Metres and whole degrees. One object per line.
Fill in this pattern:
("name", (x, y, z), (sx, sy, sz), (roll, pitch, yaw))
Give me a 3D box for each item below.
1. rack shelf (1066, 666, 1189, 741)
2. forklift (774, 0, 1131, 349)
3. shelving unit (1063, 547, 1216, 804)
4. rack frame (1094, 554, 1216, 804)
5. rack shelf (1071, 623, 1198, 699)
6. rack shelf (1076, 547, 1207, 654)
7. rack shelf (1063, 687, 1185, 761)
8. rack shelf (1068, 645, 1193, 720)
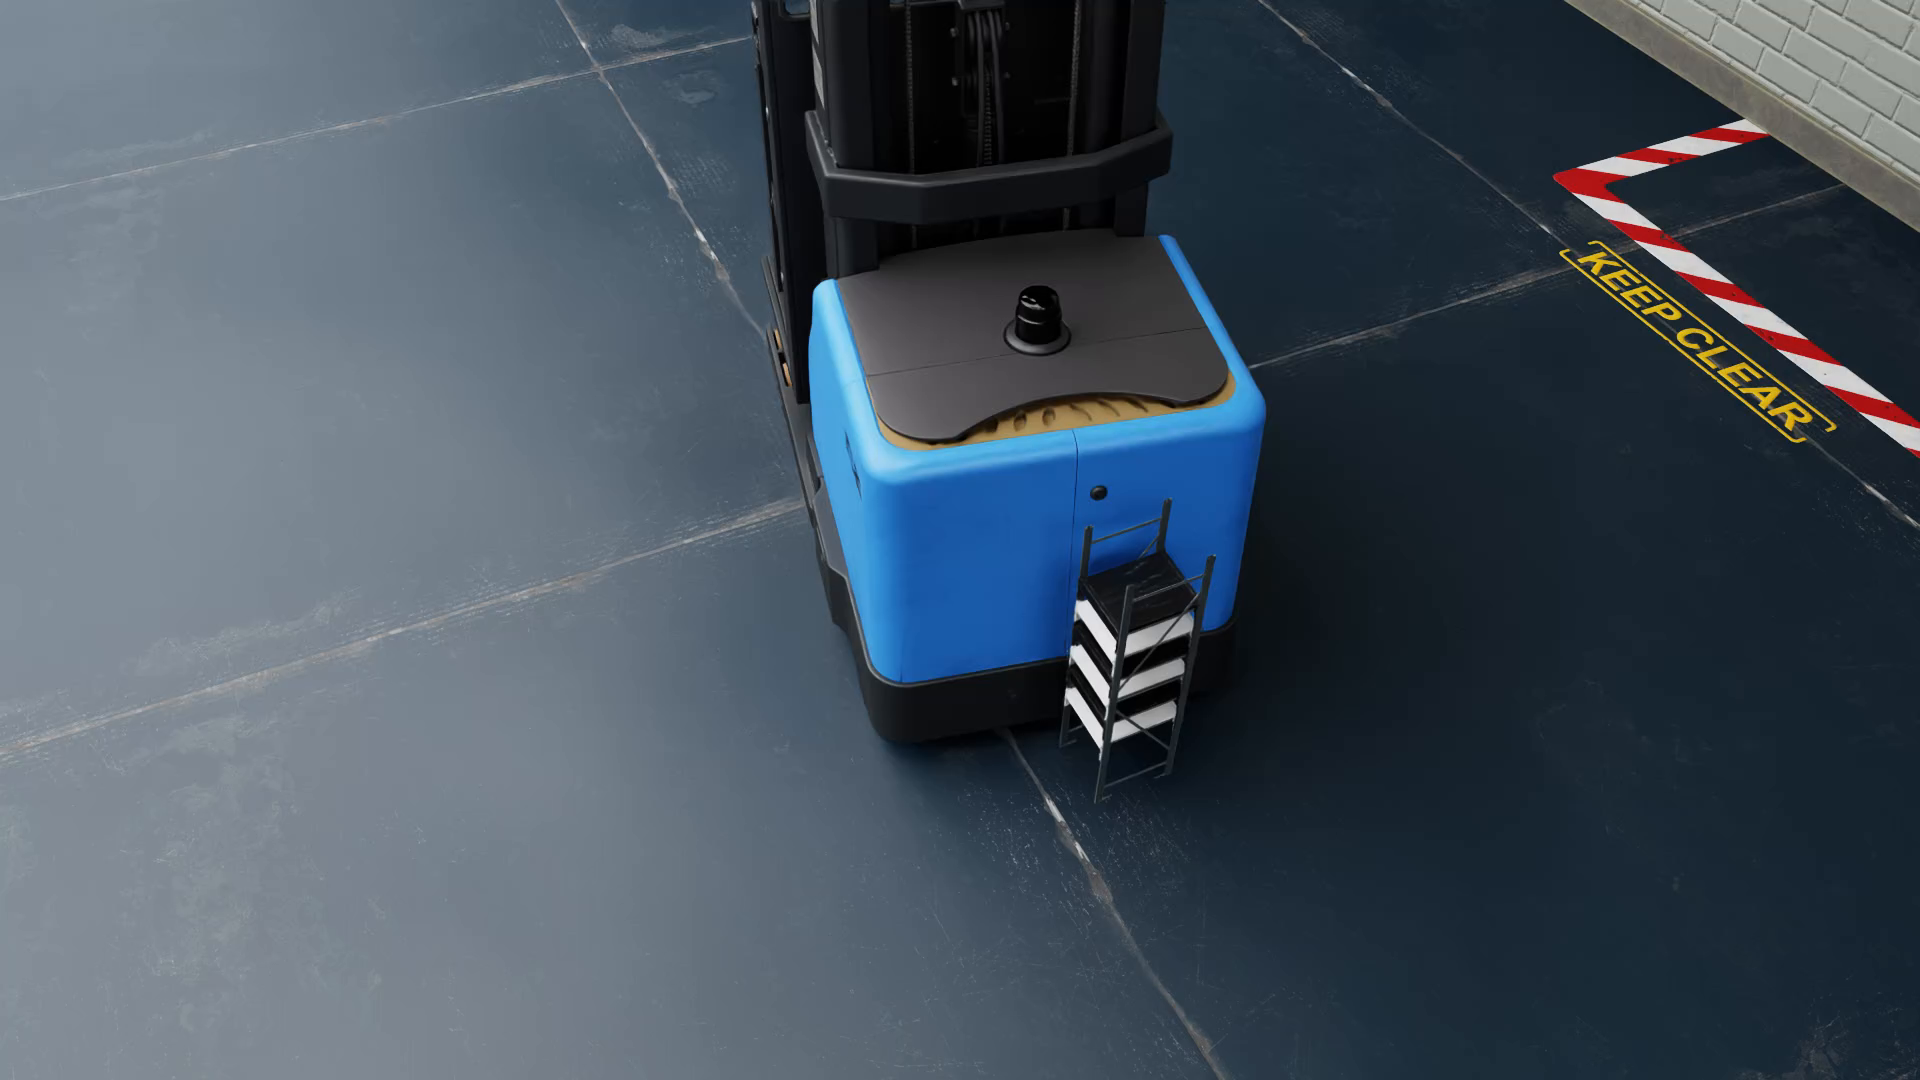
("rack shelf", (0.438, 0.391, 4.381), (0.258, 0.077, 0.200), (-19, 51, -18))
("forklift", (-0.051, -1.537, 4.721), (1.121, 2.935, 3.031), (-9, 45, -9))
("shelving unit", (-1.057, -6.674, 11.374), (6.168, 1.993, 19.407), (-19, 51, -18))
("rack frame", (0.485, 0.376, 4.229), (0.240, 0.900, 0.006), (-19, 51, -18))
("rack shelf", (0.443, 0.269, 4.248), (0.258, 0.077, 0.200), (-19, 51, -18))
("rack shelf", (0.447, 0.148, 4.115), (0.258, 0.077, 0.200), (-19, 51, -18))
("rack shelf", (-1.066, -6.465, 11.606), (6.168, 1.368, 19.403), (-19, 51, -18))
("rack shelf", (0.440, 0.330, 4.315), (0.258, 0.077, 0.200), (-19, 51, -18))
